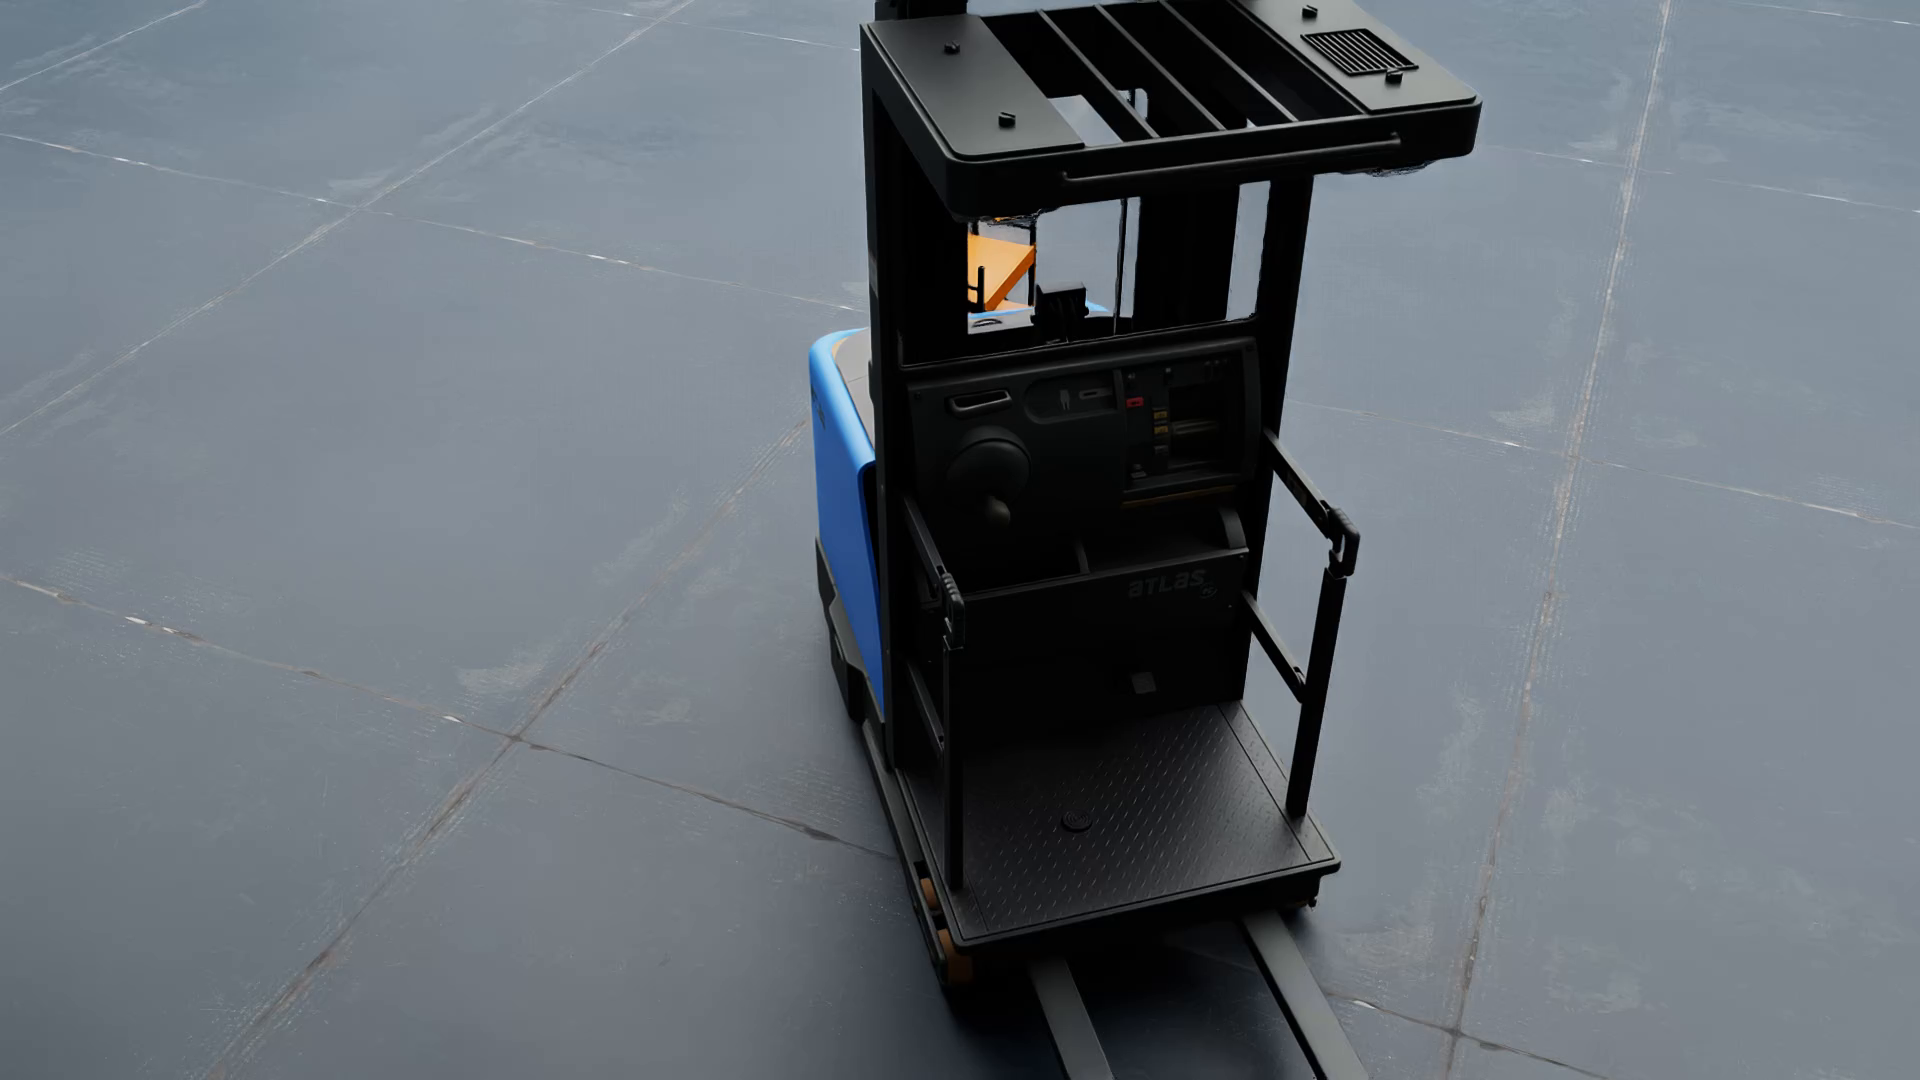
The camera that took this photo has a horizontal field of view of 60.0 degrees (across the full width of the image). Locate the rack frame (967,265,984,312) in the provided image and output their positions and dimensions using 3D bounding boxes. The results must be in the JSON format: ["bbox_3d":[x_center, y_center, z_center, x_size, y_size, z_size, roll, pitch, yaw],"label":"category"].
[{"bbox_3d":[-0.034,-0.442,5.839,0.240,1.200,0.015,14,39,18],"label":"rack frame"}]

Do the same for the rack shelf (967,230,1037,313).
[{"bbox_3d":[0.061,-0.891,5.784,0.258,0.148,0.480,14,39,18],"label":"rack shelf"}]

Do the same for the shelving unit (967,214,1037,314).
[{"bbox_3d":[0.061,-0.576,6.019,0.258,1.200,0.503,14,39,18],"label":"shelving unit"}]

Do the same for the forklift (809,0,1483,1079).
[{"bbox_3d":[0.387,-0.205,4.076,1.130,2.935,3.031,-10,38,-12],"label":"forklift"}]

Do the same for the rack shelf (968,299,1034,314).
[{"bbox_3d":[0.061,-0.702,5.925,0.258,0.148,0.480,14,39,18],"label":"rack shelf"}]

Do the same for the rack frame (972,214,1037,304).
[{"bbox_3d":[0.156,-0.711,6.199,0.240,1.200,0.015,14,39,18],"label":"rack frame"}]
